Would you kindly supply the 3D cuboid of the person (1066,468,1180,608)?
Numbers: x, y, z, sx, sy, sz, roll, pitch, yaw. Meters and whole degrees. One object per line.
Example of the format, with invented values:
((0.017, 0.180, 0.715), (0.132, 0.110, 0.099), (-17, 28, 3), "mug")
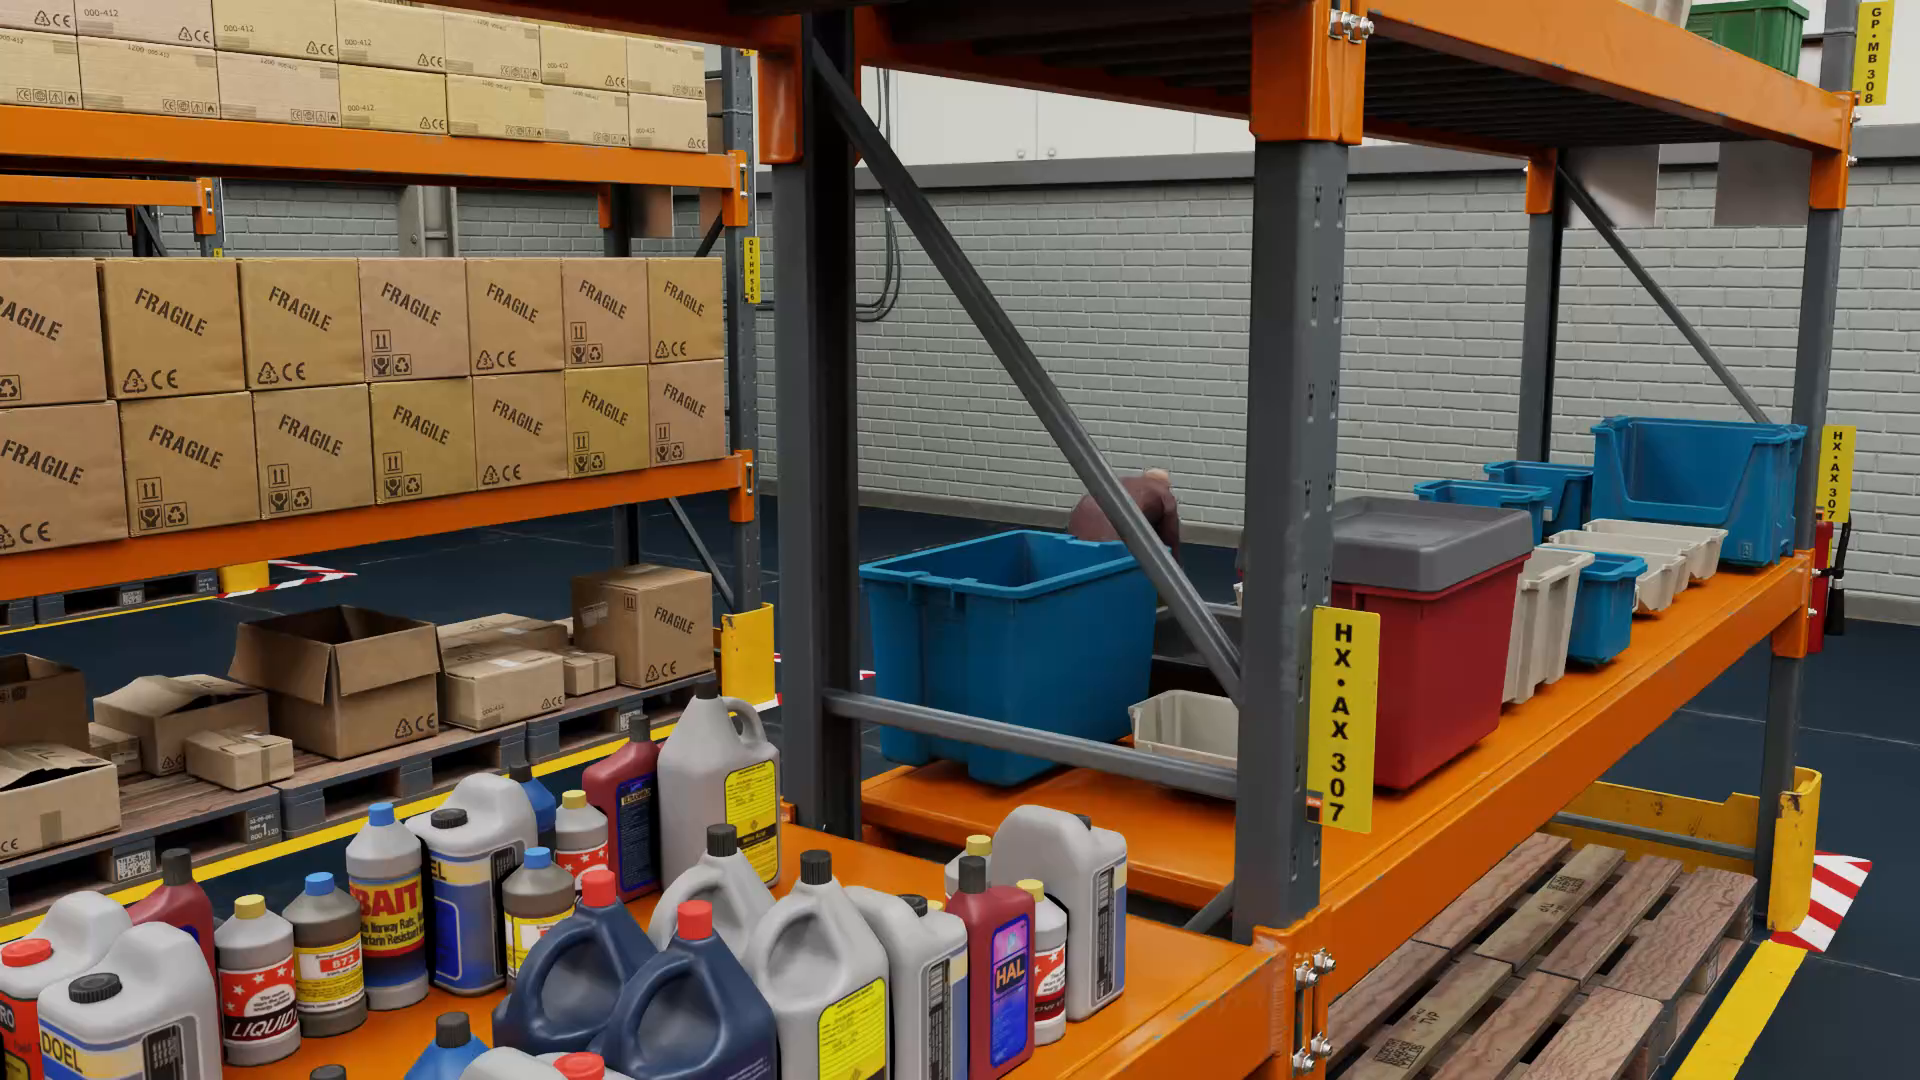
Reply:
((0.952, 0.182, 9.394), (0.581, 1.098, 0.940), (6, 12, 33), "person")
